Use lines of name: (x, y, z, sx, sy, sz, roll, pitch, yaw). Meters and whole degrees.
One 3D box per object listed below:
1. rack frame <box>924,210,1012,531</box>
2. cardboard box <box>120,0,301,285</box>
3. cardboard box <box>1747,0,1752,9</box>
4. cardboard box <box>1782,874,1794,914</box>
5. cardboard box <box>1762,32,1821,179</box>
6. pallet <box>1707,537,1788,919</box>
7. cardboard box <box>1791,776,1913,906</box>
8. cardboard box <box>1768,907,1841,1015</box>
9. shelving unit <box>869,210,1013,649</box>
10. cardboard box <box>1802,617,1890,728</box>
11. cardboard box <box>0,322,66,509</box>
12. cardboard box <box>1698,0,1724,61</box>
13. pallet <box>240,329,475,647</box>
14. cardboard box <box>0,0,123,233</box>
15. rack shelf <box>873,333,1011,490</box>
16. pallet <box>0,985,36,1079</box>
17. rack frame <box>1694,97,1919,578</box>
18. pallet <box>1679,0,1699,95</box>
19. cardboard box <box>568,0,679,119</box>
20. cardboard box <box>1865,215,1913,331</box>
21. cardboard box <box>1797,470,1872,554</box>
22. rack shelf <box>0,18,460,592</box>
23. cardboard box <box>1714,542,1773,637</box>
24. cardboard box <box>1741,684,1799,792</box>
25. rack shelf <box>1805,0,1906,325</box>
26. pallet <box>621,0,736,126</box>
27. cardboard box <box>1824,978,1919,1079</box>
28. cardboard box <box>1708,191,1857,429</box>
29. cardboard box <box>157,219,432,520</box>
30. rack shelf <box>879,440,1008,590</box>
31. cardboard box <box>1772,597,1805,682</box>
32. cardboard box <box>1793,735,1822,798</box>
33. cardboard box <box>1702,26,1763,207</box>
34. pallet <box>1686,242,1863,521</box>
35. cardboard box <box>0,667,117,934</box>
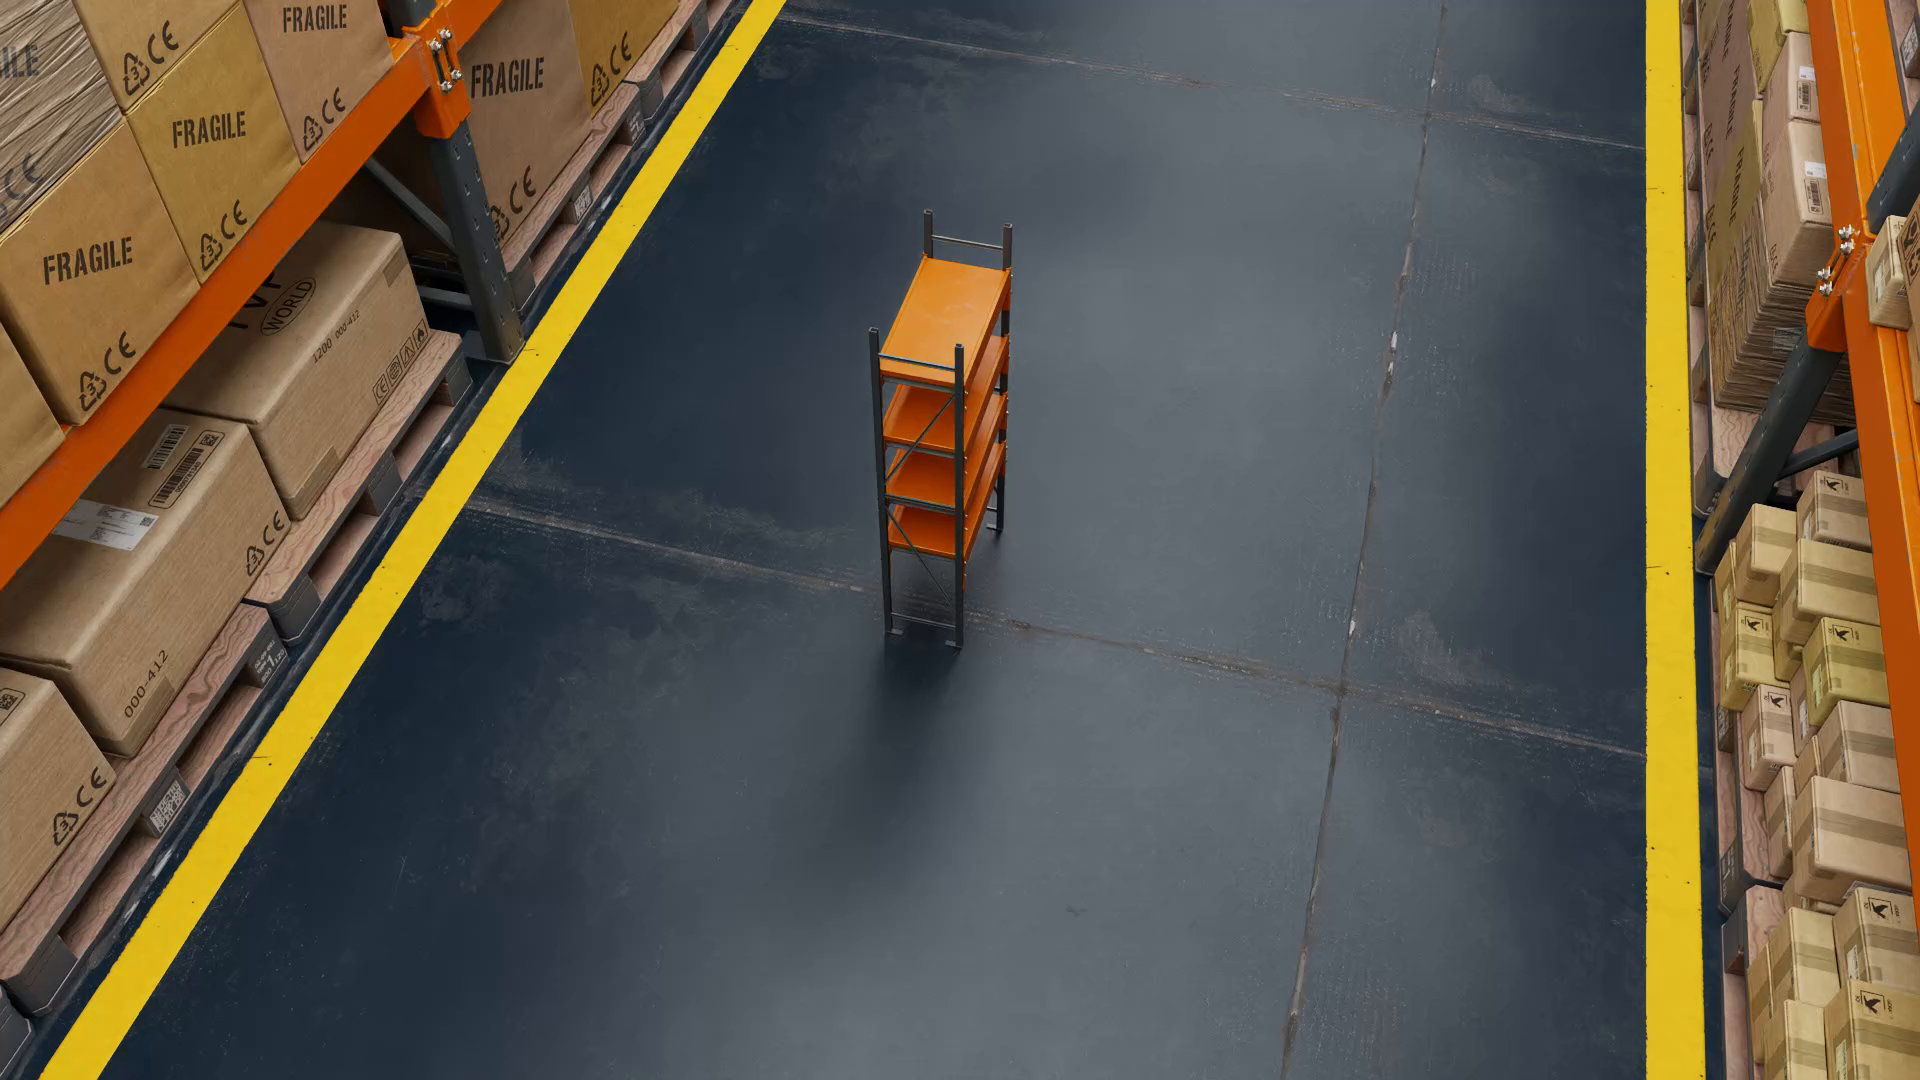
rack frame: (0.021, -0.454, 4.850, 0.240, 1.200, 0.015, 12, 50, 10)
cardboard box: (-2.032, -1.009, 4.074, 0.500, 0.500, 0.500, 10, 49, 9)
cardboard box: (3.137, -2.112, 6.000, 0.500, 0.250, 0.500, 12, 50, 10)
cardboard box: (2.229, 0.950, 4.032, 0.380, 0.149, 0.250, 10, 49, 8)
cardboard box: (2.876, -1.350, 5.327, 0.500, 0.250, 0.500, 14, 50, 12)
pallet: (2.633, 0.584, 4.594, 1.003, 0.211, 1.213, 12, 50, 10)
cardboard box: (2.144, 0.725, 3.834, 0.380, 0.149, 0.250, 13, 50, 11)
cardboard box: (2.066, 1.016, 3.775, 0.380, 0.149, 0.250, 11, 50, 10)
shelving unit: (-0.044, -0.277, 4.694, 0.258, 1.200, 0.503, 12, 50, 10)
cardboard box: (2.336, 0.364, 4.152, 0.380, 0.149, 0.250, 11, 49, 10)
cardboard box: (-2.303, -0.267, 3.419, 0.500, 0.500, 0.500, 13, 50, 11)
cardboard box: (3.267, -2.211, 6.588, 0.500, 0.500, 0.500, 12, 50, 10)
pallet: (-2.302, -0.278, 5.355, 1.003, 0.211, 1.213, 12, 50, 10)
cardboard box: (-2.150, -0.968, 3.370, 0.500, 0.500, 0.500, 12, 50, 11)
rack shelf: (-0.044, -0.381, 4.577, 0.258, 0.148, 0.480, 12, 50, 10)
pallet: (-2.944, 1.487, 3.797, 1.003, 0.211, 1.213, 12, 50, 10)
rack frame: (2.776, -0.832, 3.983, 1.000, 3.000, 0.127, 12, 50, 10)
pallet: (3.621, -2.237, 7.084, 1.003, 0.211, 1.213, 12, 50, 10)
cardboard box: (-1.710, -2.291, 6.408, 0.875, 0.875, 0.875, 13, 50, 11)
cardboard box: (2.385, -0.608, 3.954, 0.380, 0.149, 0.250, 13, 50, 11)
cardboard box: (2.485, -0.016, 4.488, 0.380, 0.149, 0.250, 13, 50, 12)
rack shelf: (-2.553, -0.051, 3.774, 1.077, 0.370, 4.000, 12, 50, 10)
cardboard box: (2.370, 0.173, 4.718, 0.380, 0.149, 0.250, 10, 49, 8)
cardboard box: (2.285, 0.555, 4.381, 0.380, 0.149, 0.250, 11, 50, 10)
rack shelf: (3.302, -2.040, 5.530, 1.077, 0.370, 4.000, 12, 50, 10)
pallet: (-1.577, -2.271, 7.114, 1.003, 0.211, 1.213, 12, 50, 10)
cardboard box: (2.049, 1.109, 3.495, 0.380, 0.149, 0.250, 12, 50, 10)
cardboard box: (2.727, -0.729, 5.280, 0.500, 0.500, 0.500, 11, 49, 9)
cardboard box: (-2.295, -0.594, 5.202, 0.875, 0.438, 0.875, 11, 49, 9)
rack shelf: (-0.044, -0.101, 4.894, 0.258, 0.148, 0.480, 12, 50, 10)
cardboard box: (2.392, 0.274, 4.431, 0.380, 0.149, 0.250, 12, 50, 10)
cardboard box: (2.288, 0.652, 4.097, 0.380, 0.149, 0.250, 9, 49, 8)
cardboard box: (3.002, -1.470, 5.934, 0.500, 0.500, 0.500, 11, 49, 9)
pallet: (2.979, -0.473, 5.526, 1.003, 0.211, 1.213, 12, 50, 10)
cardboard box: (-2.769, 0.706, 4.055, 0.875, 0.438, 0.875, 13, 50, 11)
